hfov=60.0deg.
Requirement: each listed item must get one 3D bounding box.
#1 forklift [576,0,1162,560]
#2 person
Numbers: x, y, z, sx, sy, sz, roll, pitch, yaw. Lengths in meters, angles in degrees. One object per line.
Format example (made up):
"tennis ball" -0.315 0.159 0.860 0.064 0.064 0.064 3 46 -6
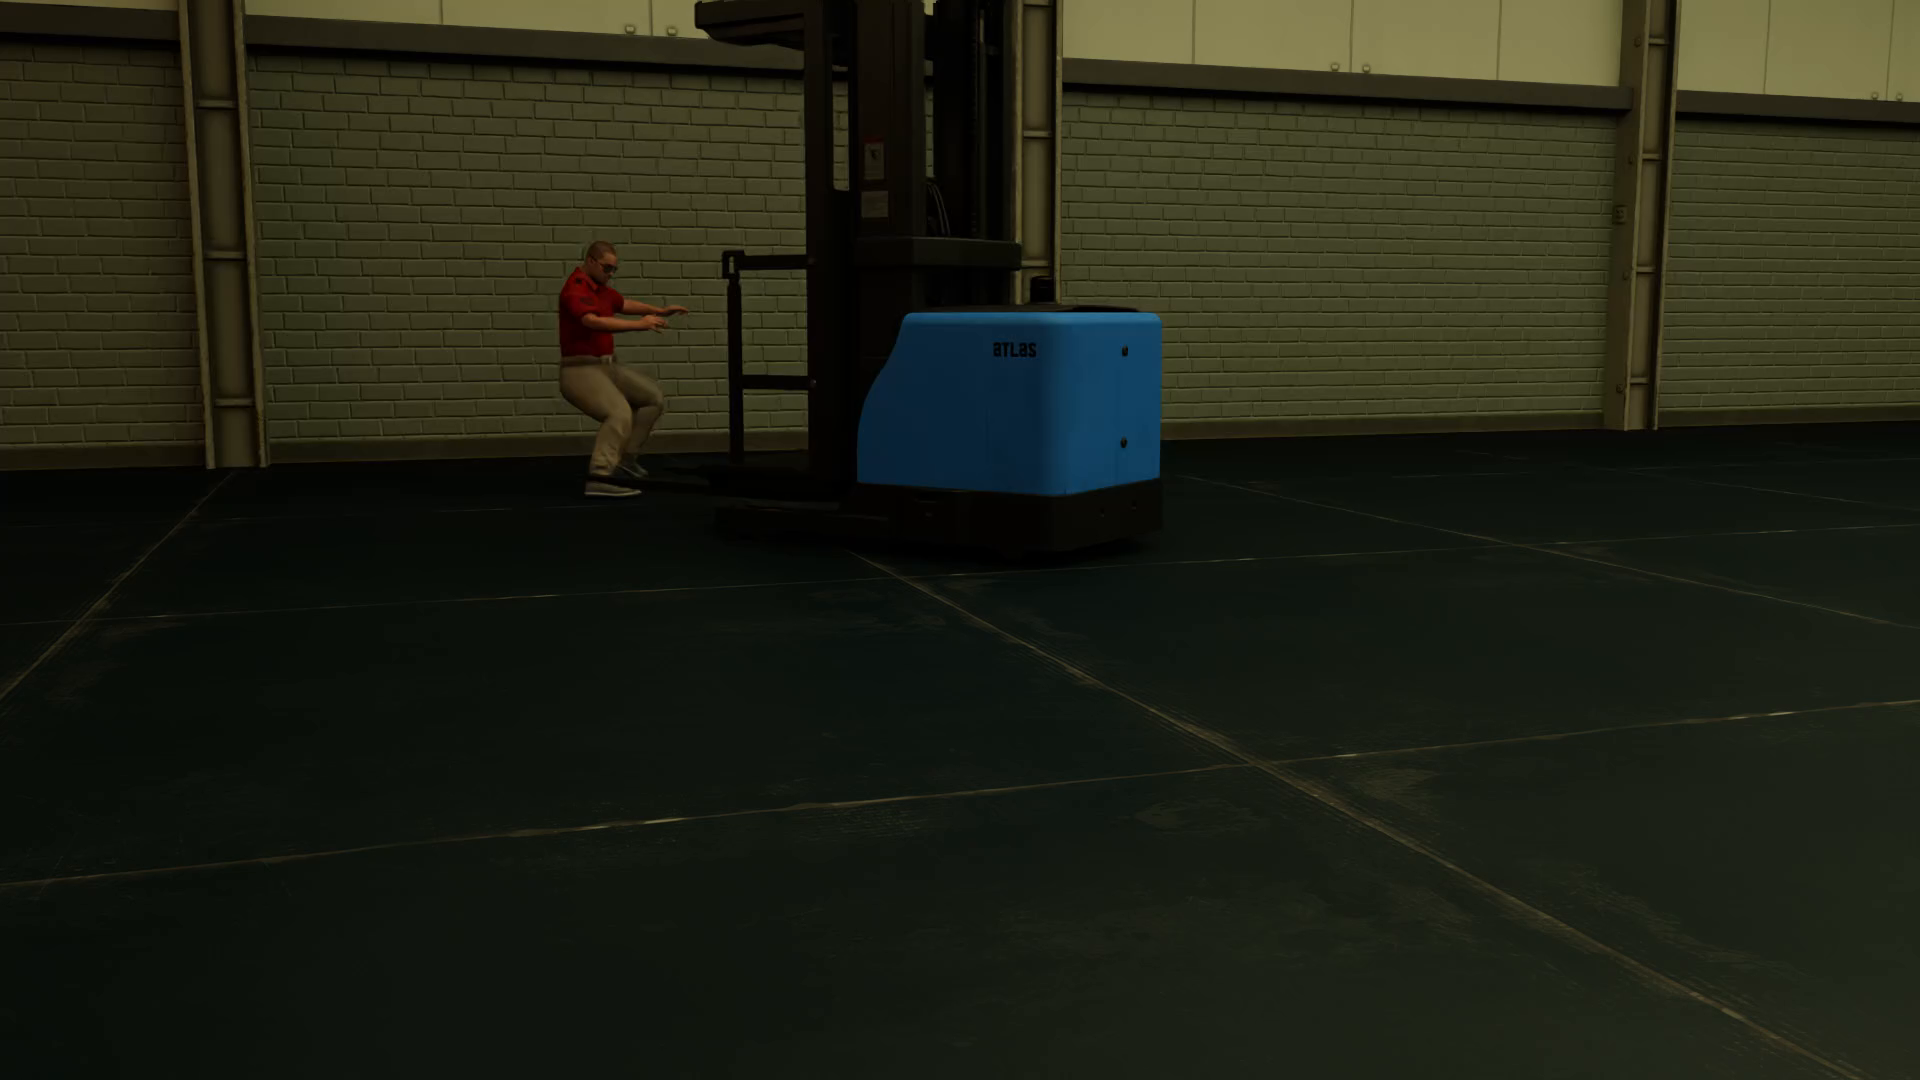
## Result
"forklift" -0.569 -1.494 8.032 3.031 2.935 1.130 5 9 33
"person" -2.056 -1.057 10.117 0.710 1.493 1.108 1 8 10
